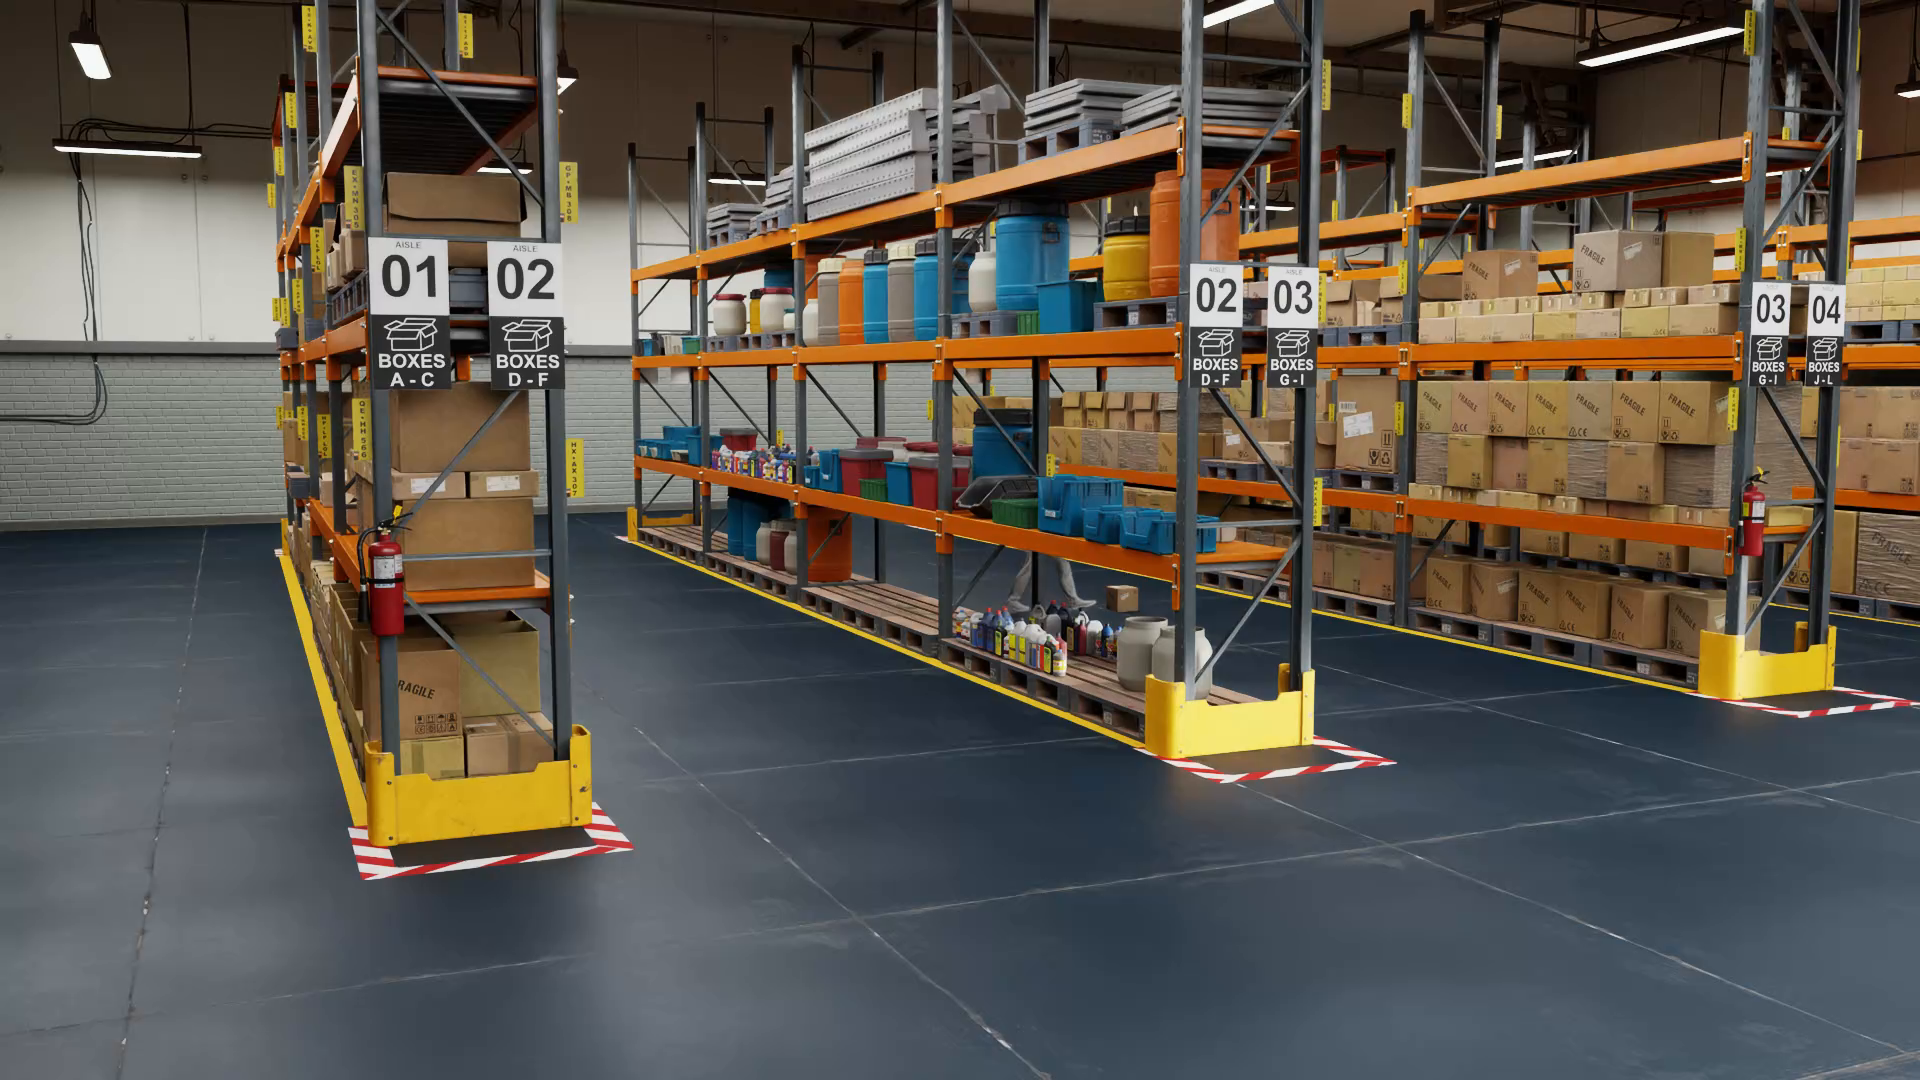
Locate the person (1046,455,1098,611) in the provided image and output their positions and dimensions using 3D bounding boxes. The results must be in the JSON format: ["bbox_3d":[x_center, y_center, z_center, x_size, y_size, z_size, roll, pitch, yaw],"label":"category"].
[{"bbox_3d":[1.159,-0.069,17.542,0.614,1.646,0.492,0,6,2],"label":"person"}]
